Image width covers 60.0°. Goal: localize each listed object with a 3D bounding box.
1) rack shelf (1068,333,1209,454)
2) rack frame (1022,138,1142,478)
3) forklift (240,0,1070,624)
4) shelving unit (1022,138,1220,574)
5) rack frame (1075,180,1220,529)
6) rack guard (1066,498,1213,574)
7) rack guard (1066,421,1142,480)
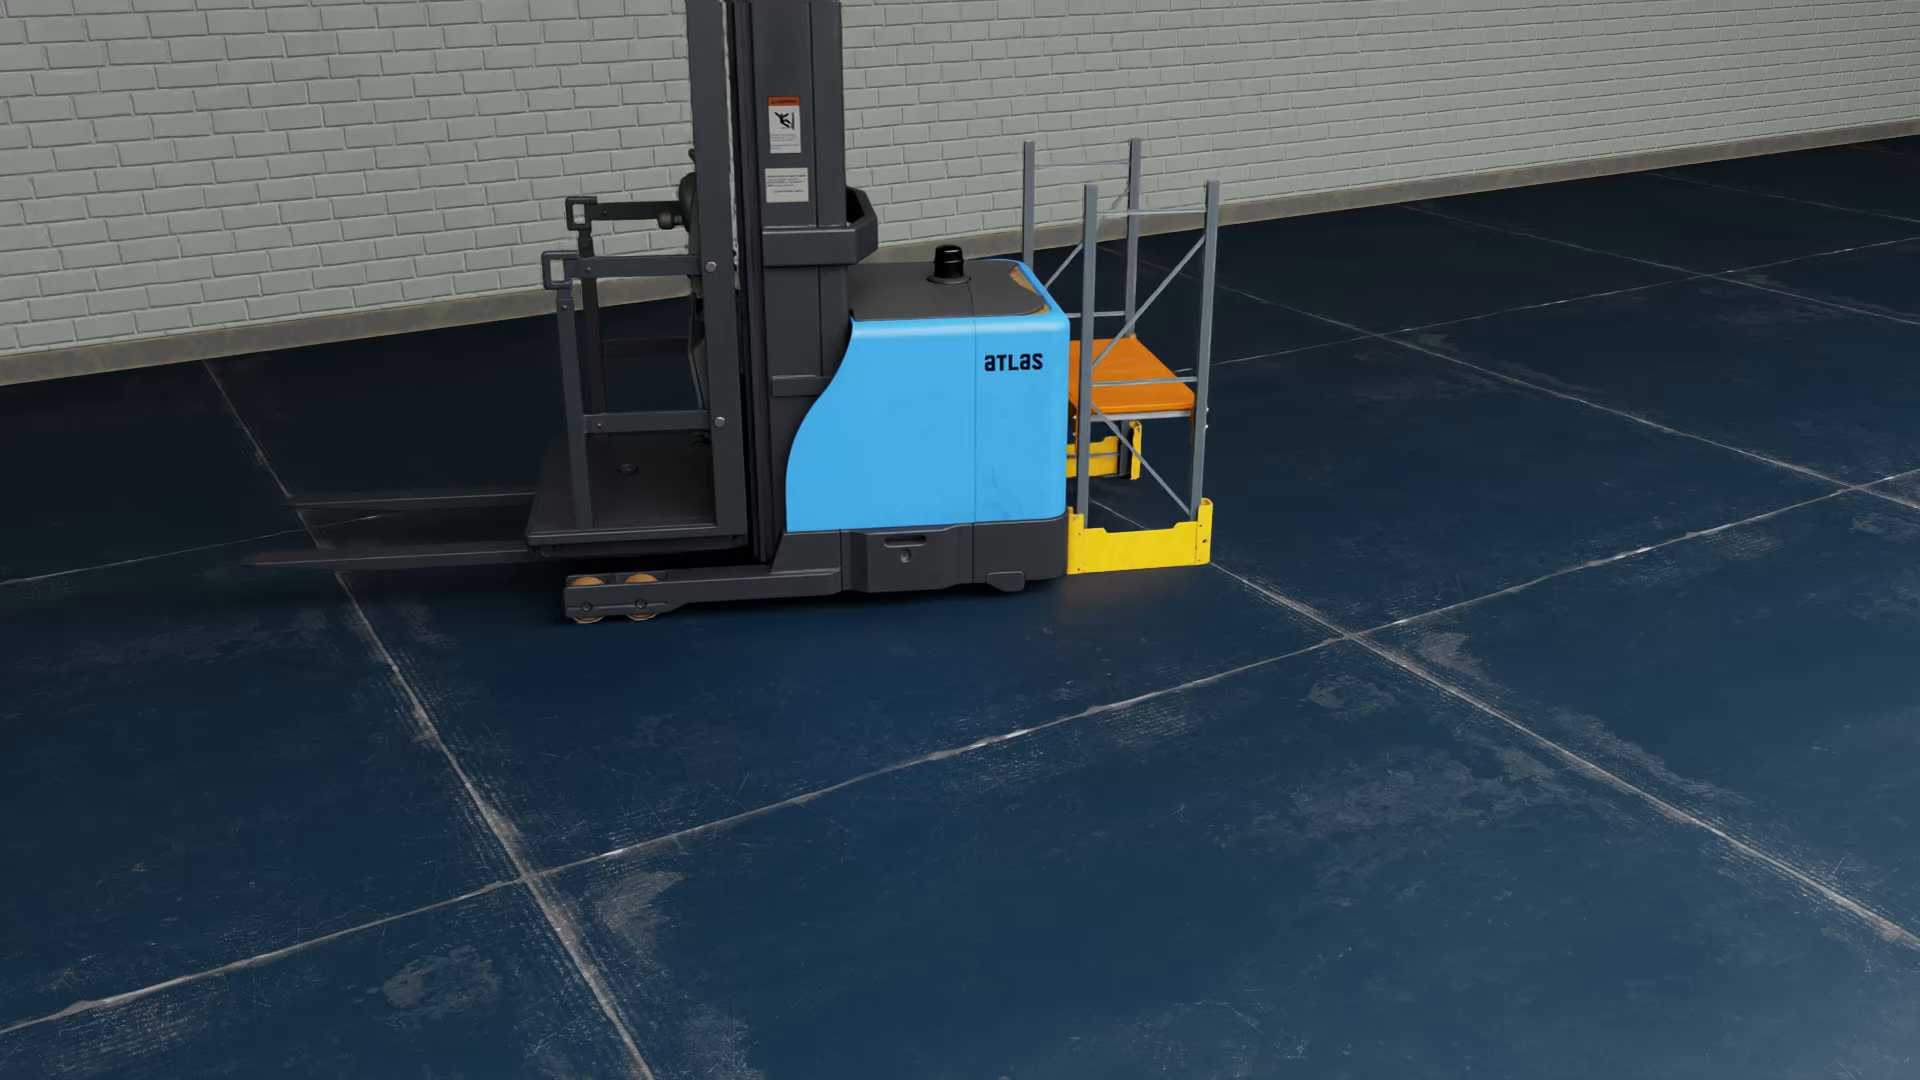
[{"bbox_3d":[0.604,-0.617,6.814,0.538,0.185,1.000,-4,22,-10],"label":"rack shelf"},{"bbox_3d":[0.512,-0.971,7.210,0.500,1.500,0.032,-4,22,-10],"label":"rack frame"},{"bbox_3d":[-1.148,-1.266,6.033,3.031,2.935,1.130,-3,22,-7],"label":"forklift"},{"bbox_3d":[0.605,-0.780,6.738,0.587,1.500,1.083,-4,22,-10],"label":"shelving unit"},{"bbox_3d":[0.695,-0.595,6.283,0.500,1.500,0.032,-4,22,-10],"label":"rack frame"},{"bbox_3d":[0.695,-0.016,6.520,0.587,0.250,0.087,-4,22,-10],"label":"rack guard"},{"bbox_3d":[0.516,-0.385,7.427,0.587,0.250,0.087,-4,22,-10],"label":"rack guard"}]
